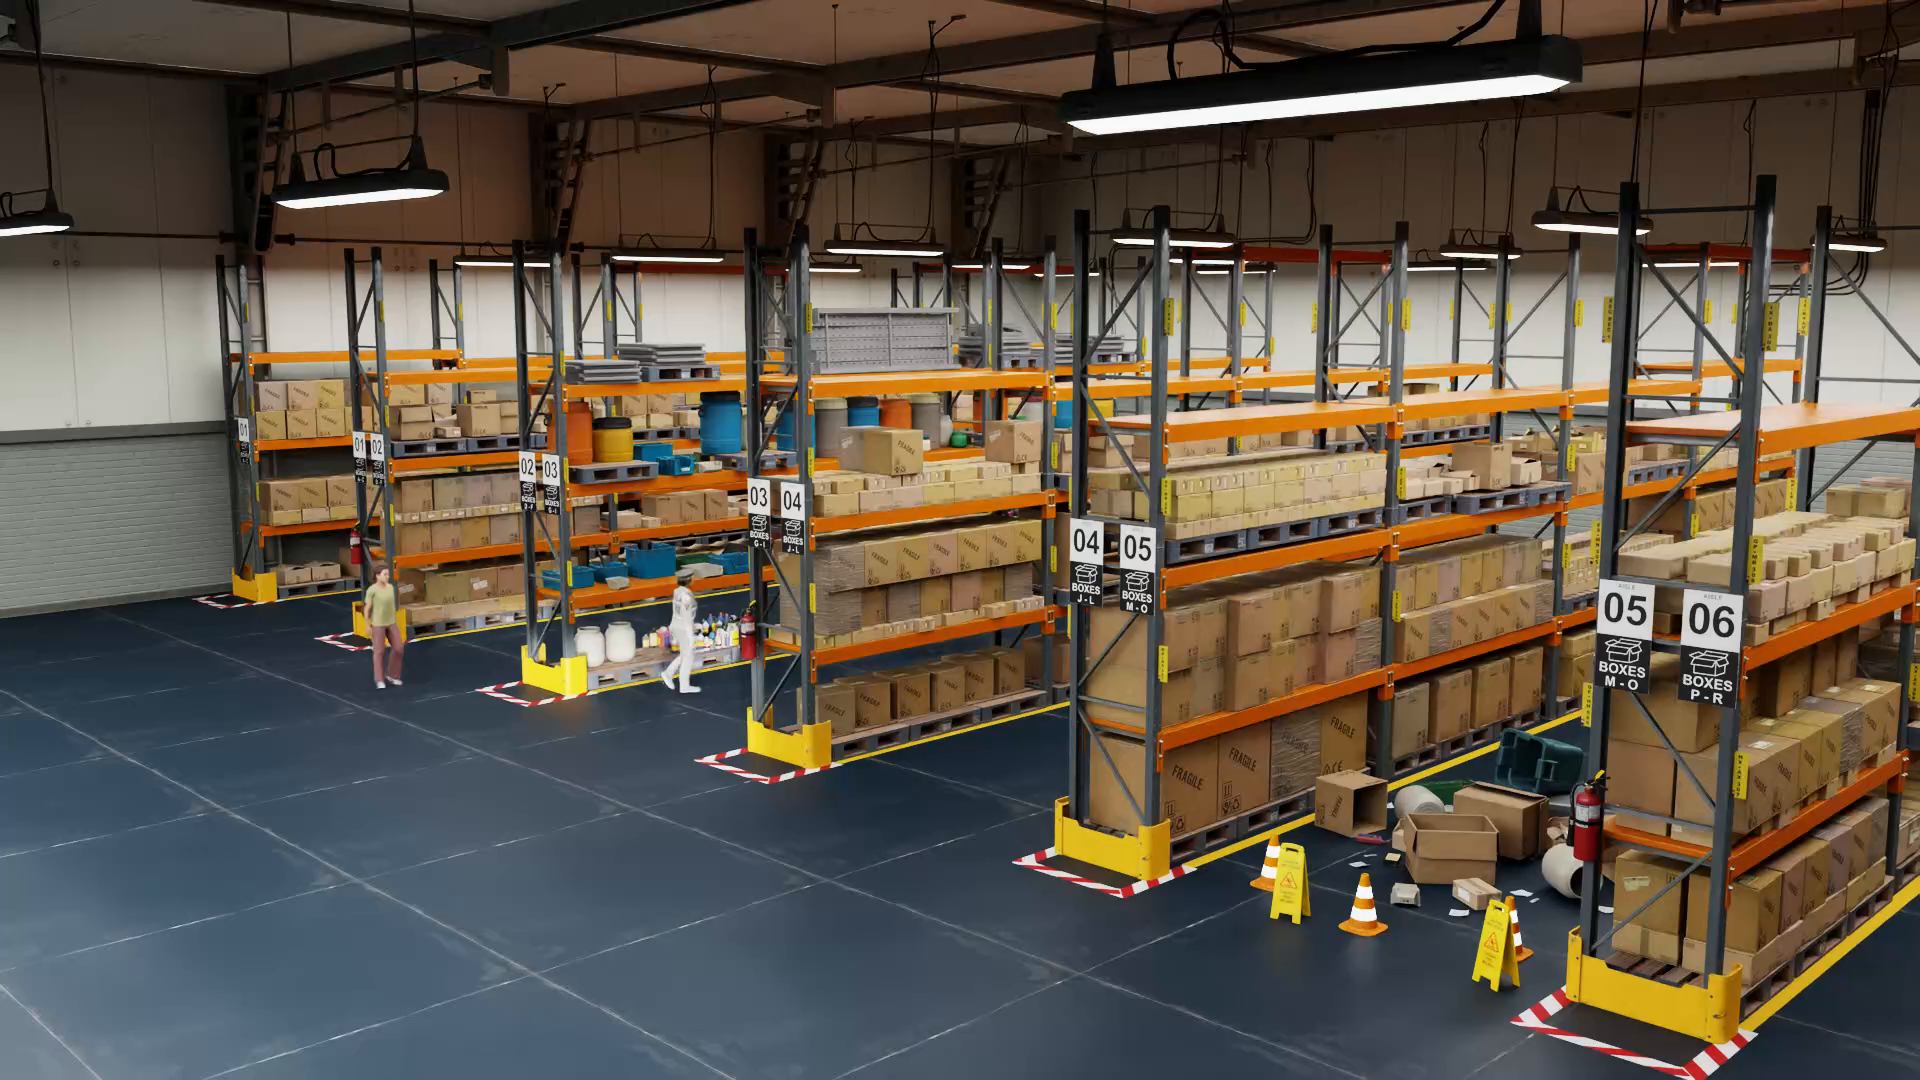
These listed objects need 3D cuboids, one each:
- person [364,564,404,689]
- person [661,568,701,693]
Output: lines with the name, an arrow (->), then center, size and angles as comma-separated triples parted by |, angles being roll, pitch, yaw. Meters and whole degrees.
person -> -7.822, 1.189, 22.519 | 0.326, 1.727, 0.541 | 6, 10, 37
person -> -3.706, 1.210, 22.047 | 0.509, 1.672, 0.491 | -3, 9, -19
